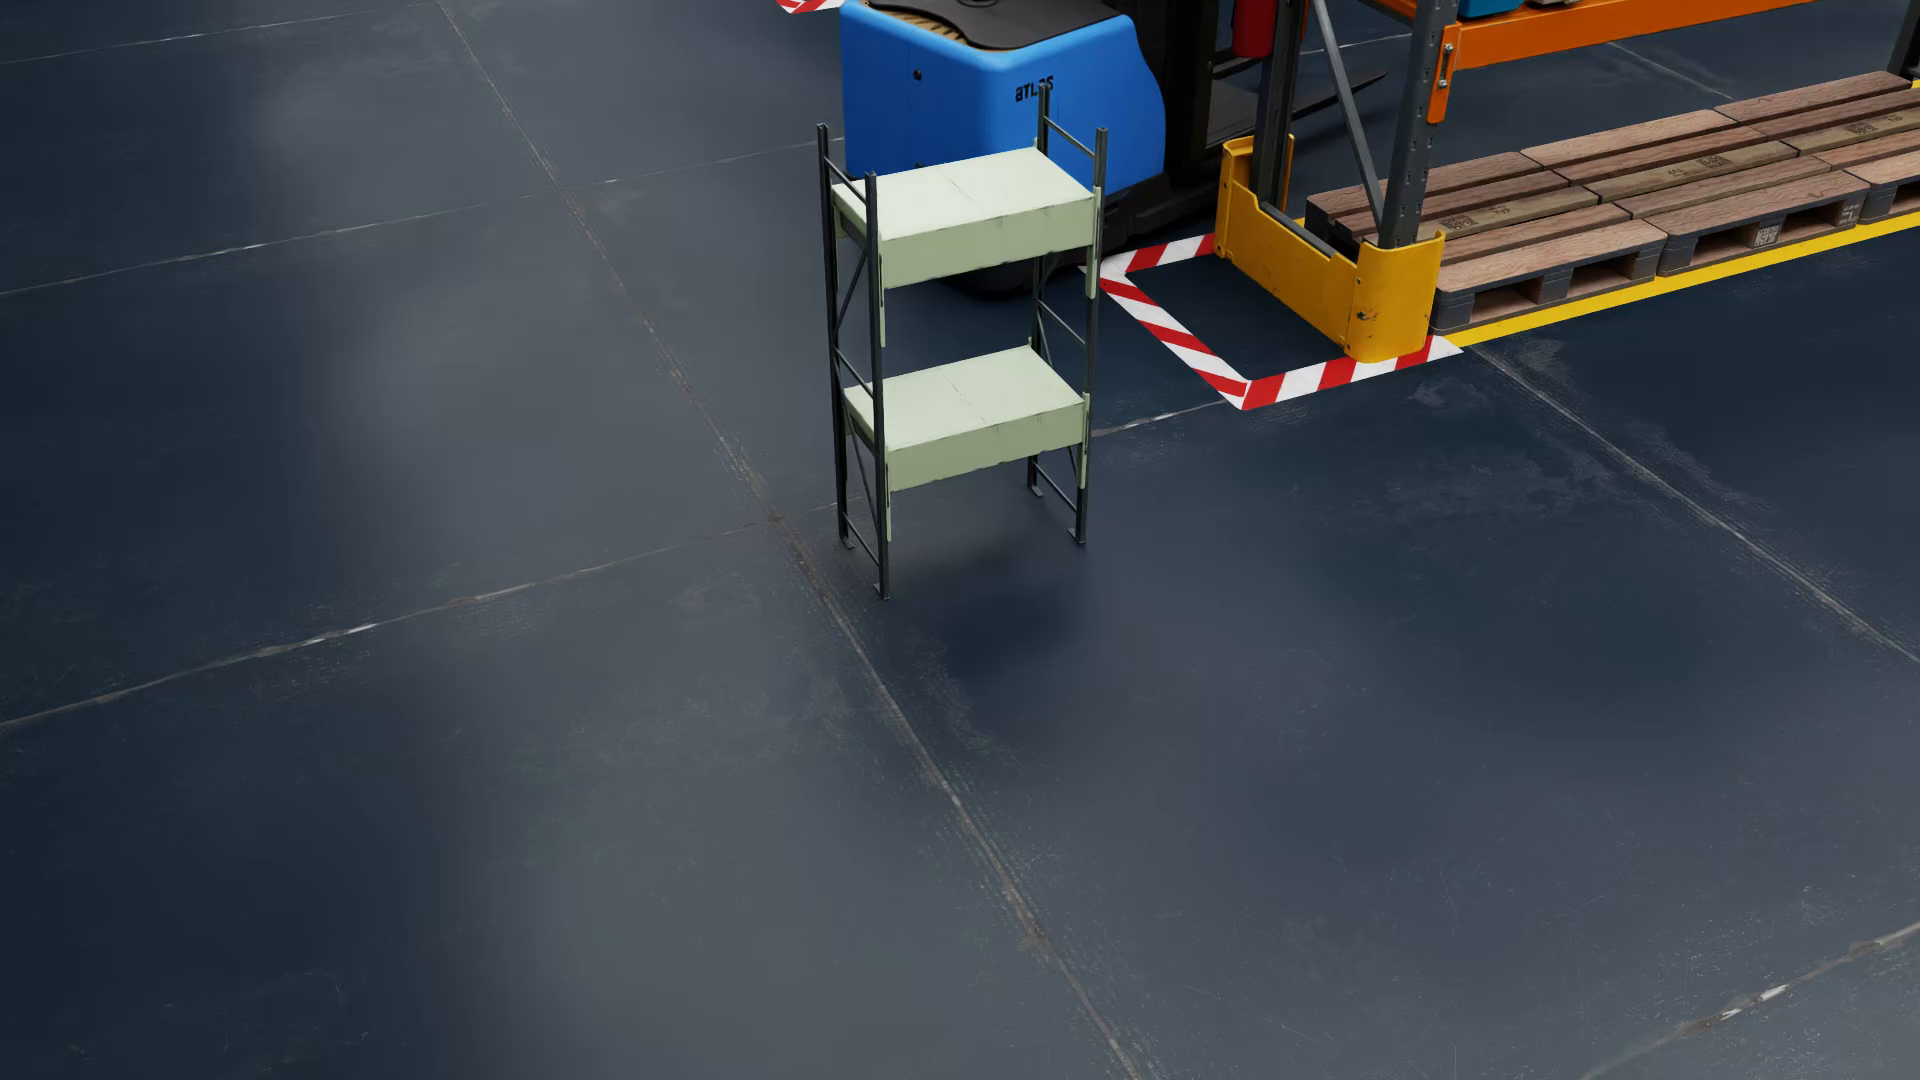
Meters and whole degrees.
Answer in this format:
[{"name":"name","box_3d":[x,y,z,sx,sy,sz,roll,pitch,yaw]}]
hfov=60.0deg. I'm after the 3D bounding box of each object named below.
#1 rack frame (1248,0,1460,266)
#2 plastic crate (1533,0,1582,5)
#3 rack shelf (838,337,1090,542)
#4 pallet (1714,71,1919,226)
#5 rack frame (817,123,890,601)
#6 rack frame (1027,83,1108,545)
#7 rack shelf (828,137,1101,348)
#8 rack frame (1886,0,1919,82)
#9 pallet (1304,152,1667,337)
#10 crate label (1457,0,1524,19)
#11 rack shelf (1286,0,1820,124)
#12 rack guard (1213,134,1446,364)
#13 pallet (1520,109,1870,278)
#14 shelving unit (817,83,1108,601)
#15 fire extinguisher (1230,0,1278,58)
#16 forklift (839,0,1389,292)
[{"name":"rack frame","box_3d":[1.541,-2.275,6.300,0.127,3.000,1.000,-16,39,-20]},{"name":"plastic crate","box_3d":[2.230,-2.115,6.254,0.298,0.136,0.250,-16,39,-20]},{"name":"rack shelf","box_3d":[0.006,-0.342,5.500,0.720,0.370,0.431,-16,39,-20]},{"name":"pallet","box_3d":[4.513,-1.961,8.216,1.213,0.211,1.003,-16,39,-20]},{"name":"rack frame","box_3d":[-0.325,-0.511,5.181,0.023,1.500,0.400,-16,39,-20]},{"name":"rack frame","box_3d":[0.337,-0.697,5.430,0.023,1.500,0.400,-16,39,-20]},{"name":"rack shelf","box_3d":[0.006,-0.918,5.073,0.720,0.370,0.431,-16,39,-20]},{"name":"rack frame","box_3d":[5.162,-3.288,7.665,0.127,3.000,1.000,-16,39,-20]},{"name":"pallet","box_3d":[2.304,-1.343,7.383,1.213,0.211,1.003,-16,39,-20]},{"name":"crate label","box_3d":[1.904,-2.117,6.176,0.303,0.233,0.416,-16,39,-20]},{"name":"rack shelf","box_3d":[3.352,-2.492,7.196,4.000,0.370,1.077,-16,39,-20]},{"name":"rack guard","box_3d":[1.525,-1.258,7.027,0.348,0.500,1.175,-16,39,-20]},{"name":"pallet","box_3d":[3.407,-1.649,7.797,1.213,0.211,1.003,-16,39,-20]},{"name":"shelving unit","box_3d":[0.006,-0.604,5.305,0.755,1.500,0.431,-16,39,-20]},{"name":"fire extinguisher","box_3d":[1.211,-2.301,6.713,0.183,0.674,0.296,-16,39,-20]},{"name":"forklift","box_3d":[0.899,-2.982,7.310,3.031,2.935,1.130,-29,45,-33]}]
